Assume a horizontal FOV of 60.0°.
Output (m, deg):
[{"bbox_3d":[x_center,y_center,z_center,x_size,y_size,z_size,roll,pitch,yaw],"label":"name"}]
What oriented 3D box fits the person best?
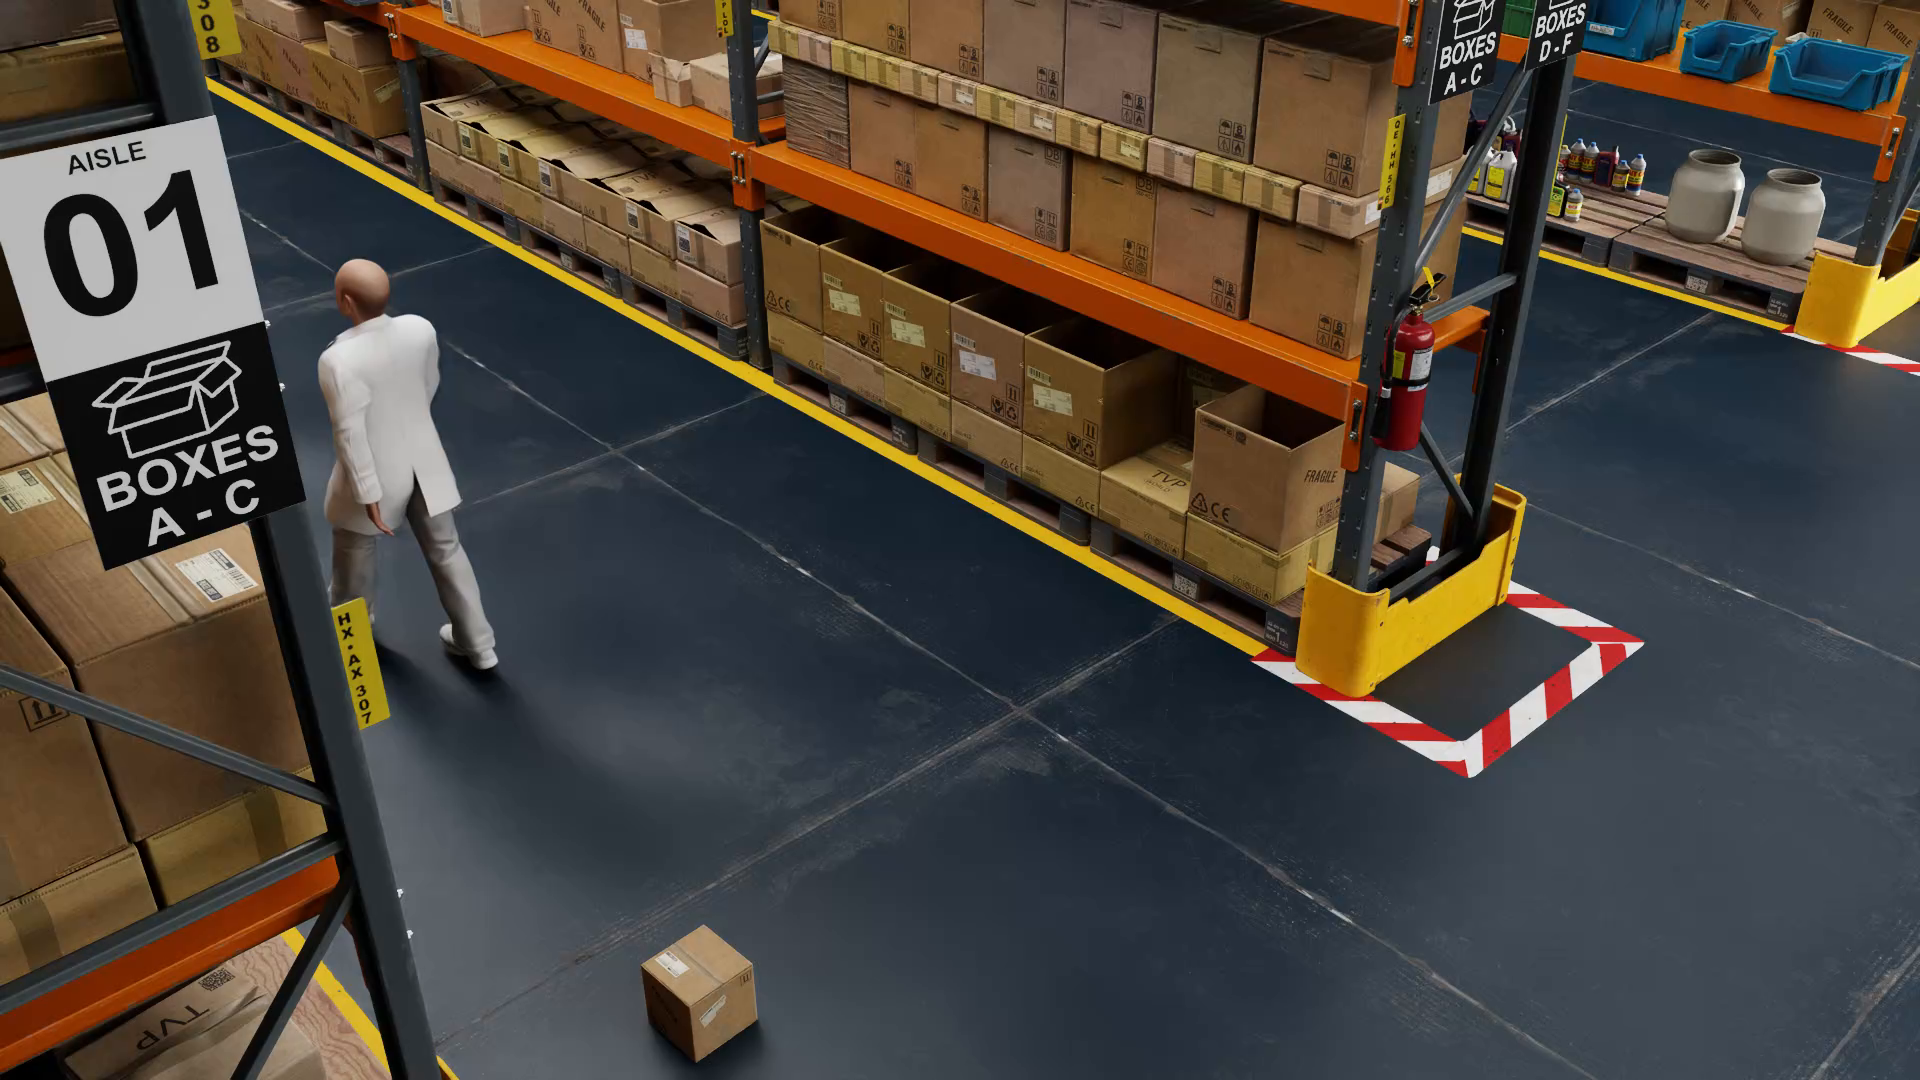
[{"bbox_3d":[-2.380,-0.355,6.718,1.107,1.720,0.567,24,39,34],"label":"person"}]
